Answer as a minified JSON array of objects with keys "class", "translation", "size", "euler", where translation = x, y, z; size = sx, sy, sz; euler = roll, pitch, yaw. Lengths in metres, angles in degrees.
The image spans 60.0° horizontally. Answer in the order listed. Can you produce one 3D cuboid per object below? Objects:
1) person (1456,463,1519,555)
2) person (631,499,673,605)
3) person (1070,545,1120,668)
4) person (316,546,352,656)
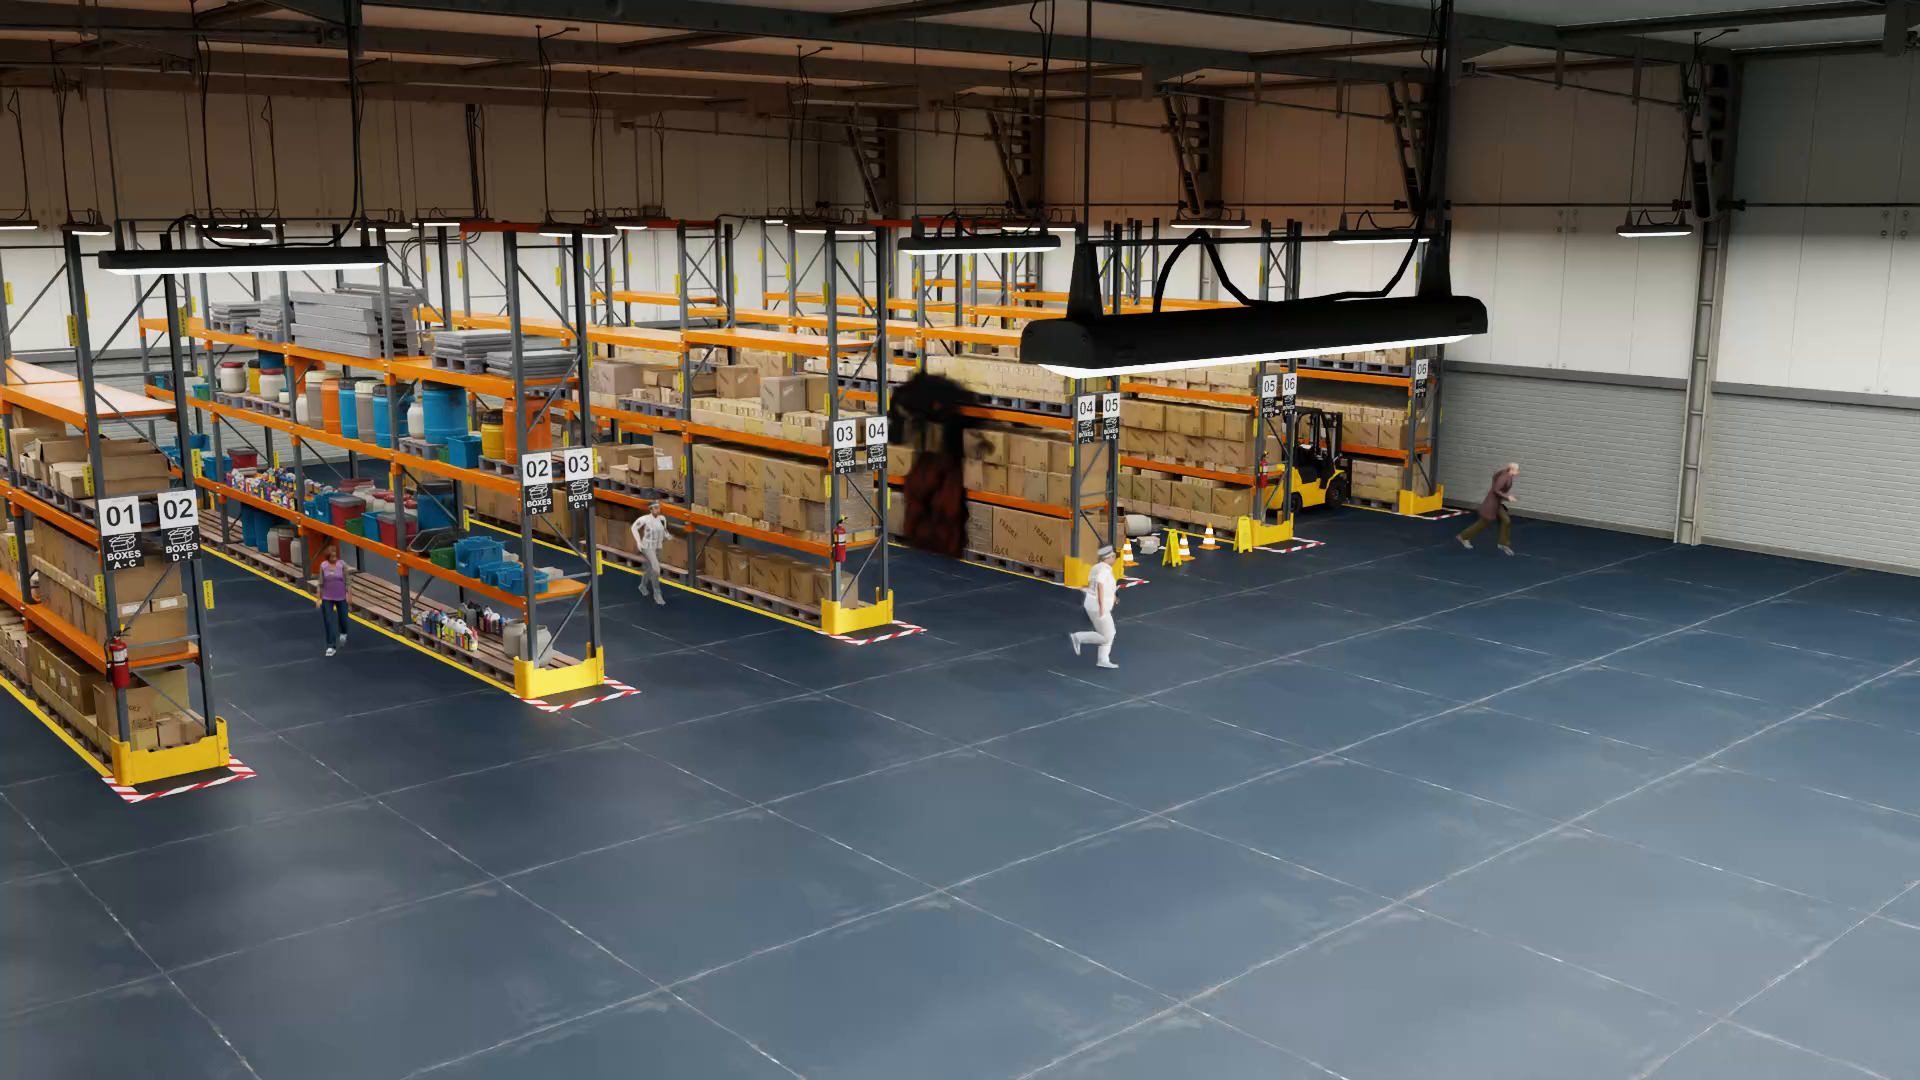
[{"class":"person","translation":[9.729,-0.507,30.646],"size":[1.072,1.572,0.755],"euler":[5,13,24]},{"class":"person","translation":[-4.968,0.174,26.855],"size":[0.864,1.735,0.542],"euler":[9,15,38]},{"class":"person","translation":[1.872,0.943,22.956],"size":[0.723,1.747,0.693],"euler":[-2,12,-9]},{"class":"person","translation":[-8.913,0.829,23.698],"size":[0.497,1.569,0.590],"euler":[-3,12,-15]}]
